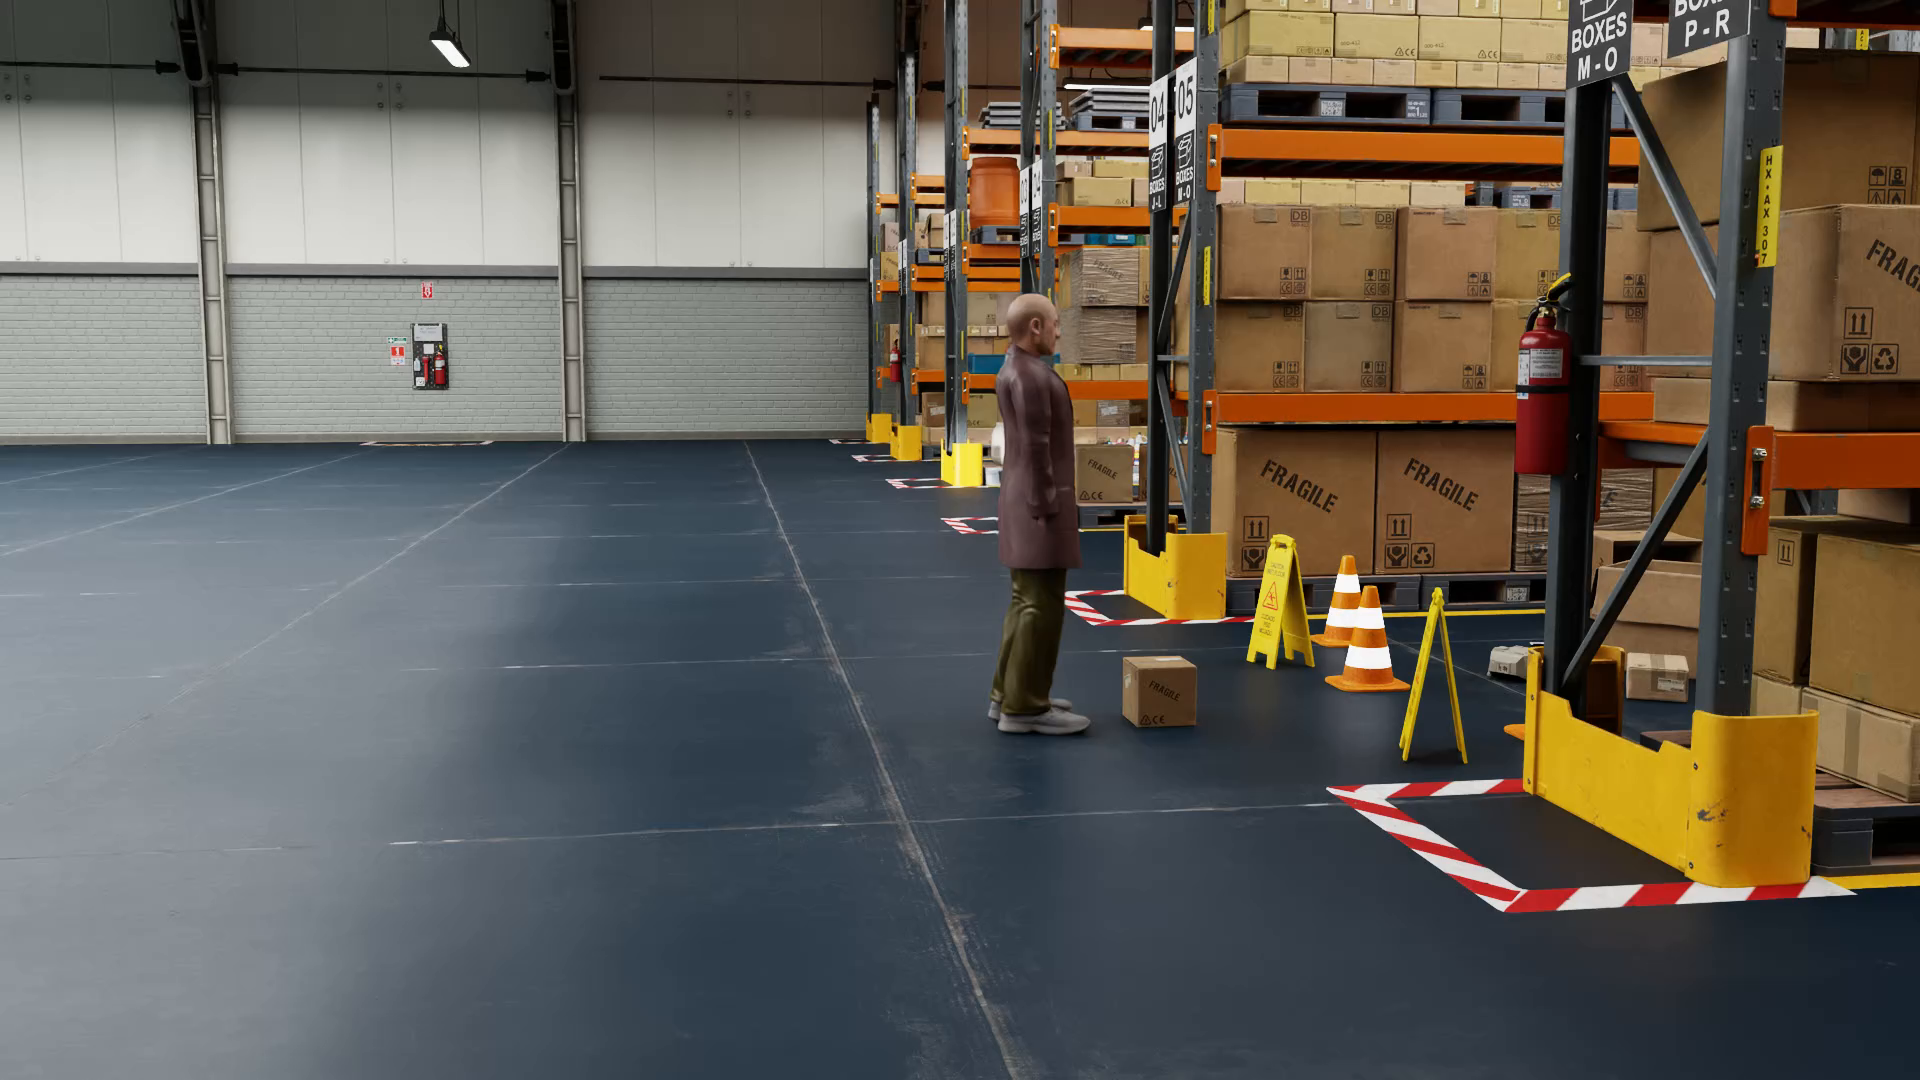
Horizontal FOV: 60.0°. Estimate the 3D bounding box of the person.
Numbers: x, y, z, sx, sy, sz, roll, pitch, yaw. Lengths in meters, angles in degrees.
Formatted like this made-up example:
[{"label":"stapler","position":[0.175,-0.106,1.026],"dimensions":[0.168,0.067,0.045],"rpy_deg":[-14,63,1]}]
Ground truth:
[{"label":"person","position":[0.318,-0.116,6.833],"dimensions":[0.377,1.776,0.565],"rpy_deg":[-1,6,-7]}]
